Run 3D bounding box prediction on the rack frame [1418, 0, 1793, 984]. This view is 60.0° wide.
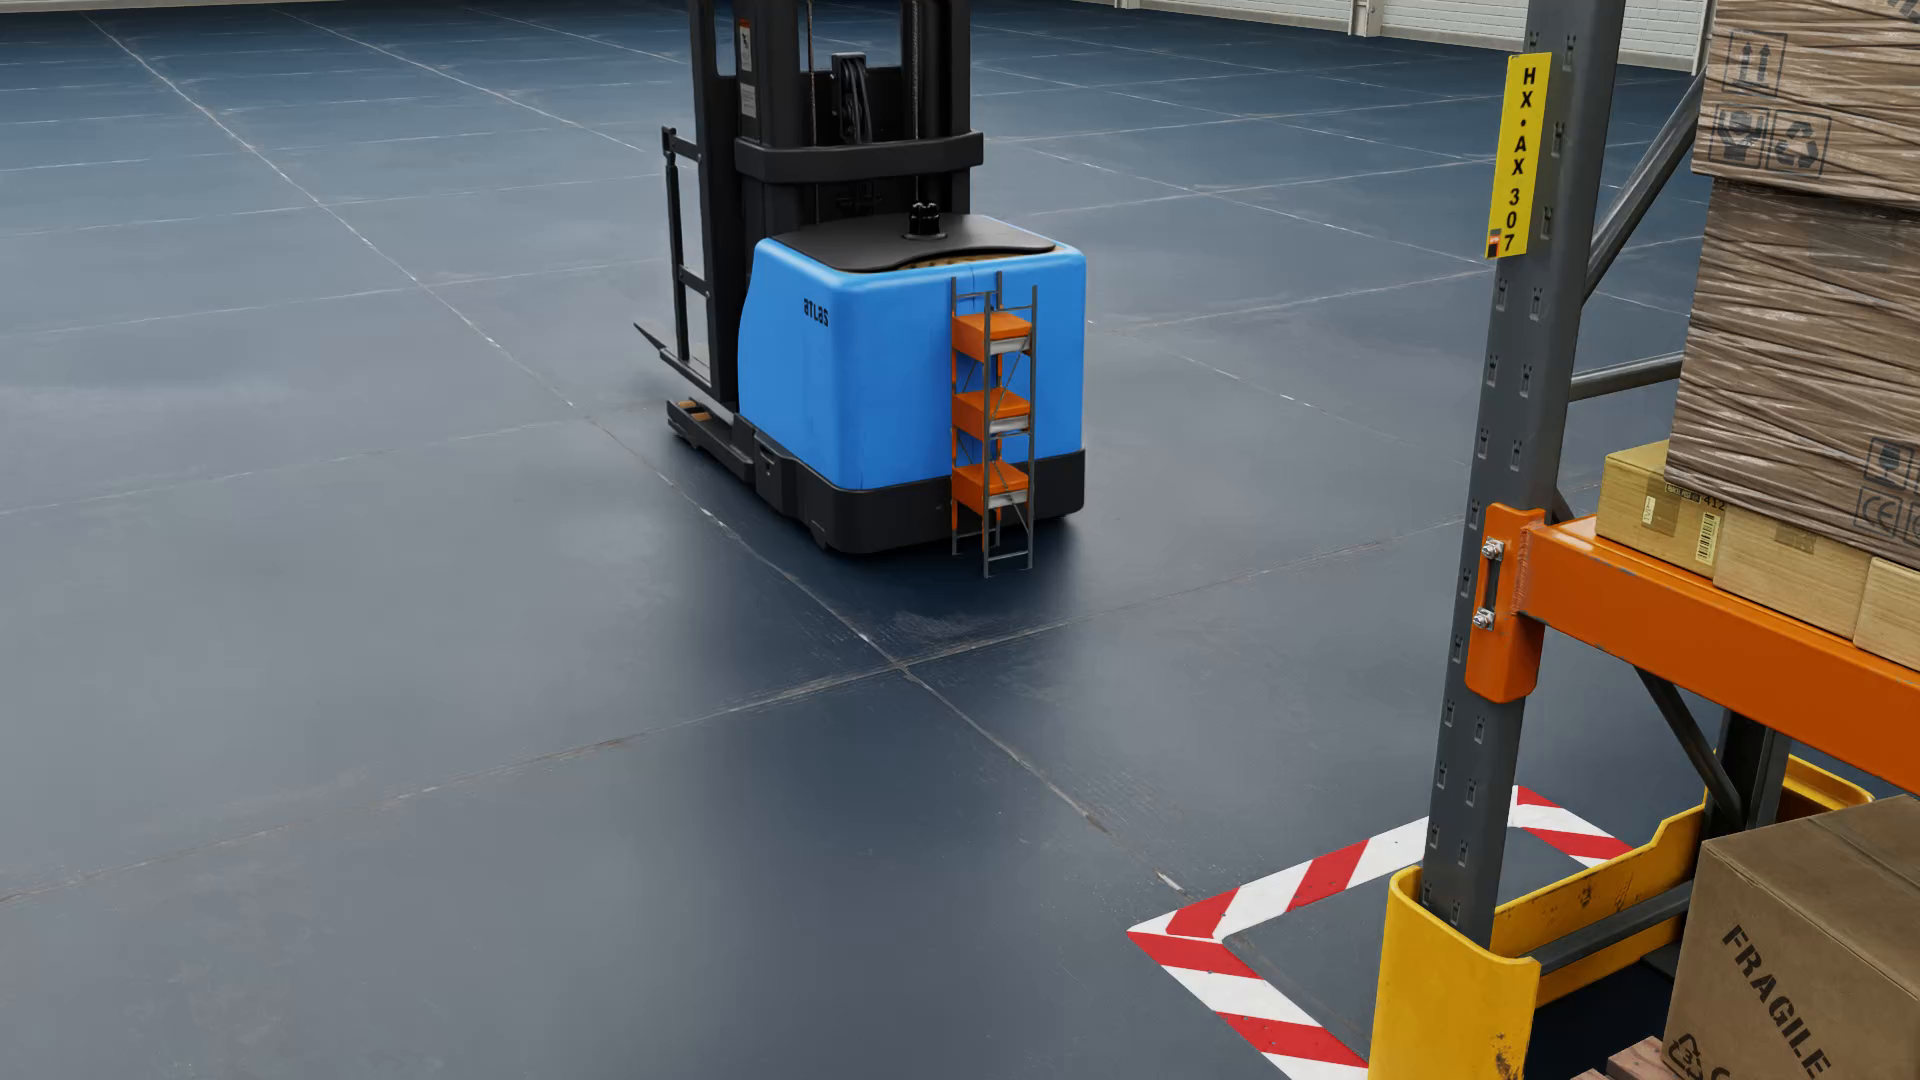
[{"bbox_3d":[1.380,-0.329,3.138,1.000,3.000,0.127,-13,25,-28],"label":"rack frame"}]

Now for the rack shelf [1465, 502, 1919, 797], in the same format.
[{"bbox_3d":[2.402,0.652,1.680,1.077,0.370,4.000,-13,25,-28],"label":"rack shelf"}]

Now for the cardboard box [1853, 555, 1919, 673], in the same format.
[{"bbox_3d":[1.547,0.094,2.431,0.380,0.149,0.250,-13,25,-28],"label":"cardboard box"}]

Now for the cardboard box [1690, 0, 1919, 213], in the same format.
[{"bbox_3d":[1.427,-0.746,2.307,0.500,0.500,0.500,-13,25,-28],"label":"cardboard box"}]

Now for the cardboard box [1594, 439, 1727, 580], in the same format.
[{"bbox_3d":[1.321,-0.075,2.845,0.380,0.149,0.250,-13,25,-28],"label":"cardboard box"}]

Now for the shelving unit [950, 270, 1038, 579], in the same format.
[{"bbox_3d":[0.117,-0.404,5.911,0.215,1.050,0.252,-11,25,-26],"label":"shelving unit"}]

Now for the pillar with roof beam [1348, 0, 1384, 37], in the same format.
[{"bbox_3d":[2.361,-10.905,21.190,9.100,9.000,0.400,-13,25,-28],"label":"pillar with roof beam"}]

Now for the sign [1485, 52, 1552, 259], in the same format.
[{"bbox_3d":[0.914,-0.626,2.718,0.100,0.325,0.005,-13,25,-28],"label":"sign"}]

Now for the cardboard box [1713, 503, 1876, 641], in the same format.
[{"bbox_3d":[1.432,0.010,2.637,0.380,0.149,0.250,-13,25,-28],"label":"cardboard box"}]

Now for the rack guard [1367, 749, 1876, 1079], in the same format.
[{"bbox_3d":[1.419,0.853,3.548,1.175,0.500,0.348,-13,25,-28],"label":"rack guard"}]

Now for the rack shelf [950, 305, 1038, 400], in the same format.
[{"bbox_3d":[0.117,-0.657,5.809,0.215,0.259,0.240,-11,25,-26],"label":"rack shelf"}]

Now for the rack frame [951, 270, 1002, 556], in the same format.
[{"bbox_3d":[0.059,-0.445,6.011,0.200,1.050,0.008,-11,25,-26],"label":"rack frame"}]

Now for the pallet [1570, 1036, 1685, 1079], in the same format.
[{"bbox_3d":[1.804,1.257,2.938,1.003,0.211,1.213,-13,25,-28],"label":"pallet"}]

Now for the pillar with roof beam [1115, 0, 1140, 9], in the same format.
[{"bbox_3d":[-0.704,-12.847,25.969,9.100,9.000,0.400,-13,25,-28],"label":"pillar with roof beam"}]

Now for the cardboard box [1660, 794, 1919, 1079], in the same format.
[{"bbox_3d":[1.685,0.840,3.024,0.500,0.500,0.500,-8,23,-18],"label":"cardboard box"}]

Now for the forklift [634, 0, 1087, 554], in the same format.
[{"bbox_3d":[-0.655,-1.823,6.903,1.130,2.935,3.031,-11,25,-26],"label":"forklift"}]

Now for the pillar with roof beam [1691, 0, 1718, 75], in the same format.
[{"bbox_3d":[5.426,-8.963,16.412,9.100,9.000,0.400,-13,25,-28],"label":"pillar with roof beam"}]

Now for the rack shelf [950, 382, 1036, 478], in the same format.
[{"bbox_3d":[0.117,-0.394,5.915,0.215,0.259,0.240,-11,25,-26],"label":"rack shelf"}]

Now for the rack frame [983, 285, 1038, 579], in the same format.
[{"bbox_3d":[0.174,-0.364,5.812,0.200,1.050,0.008,-11,25,-26],"label":"rack frame"}]

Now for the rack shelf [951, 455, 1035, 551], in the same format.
[{"bbox_3d":[0.117,-0.137,6.020,0.215,0.259,0.240,-11,25,-26],"label":"rack shelf"}]

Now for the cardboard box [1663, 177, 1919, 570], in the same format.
[{"bbox_3d":[1.638,-0.330,2.612,0.875,0.500,0.500,-13,25,-28],"label":"cardboard box"}]
